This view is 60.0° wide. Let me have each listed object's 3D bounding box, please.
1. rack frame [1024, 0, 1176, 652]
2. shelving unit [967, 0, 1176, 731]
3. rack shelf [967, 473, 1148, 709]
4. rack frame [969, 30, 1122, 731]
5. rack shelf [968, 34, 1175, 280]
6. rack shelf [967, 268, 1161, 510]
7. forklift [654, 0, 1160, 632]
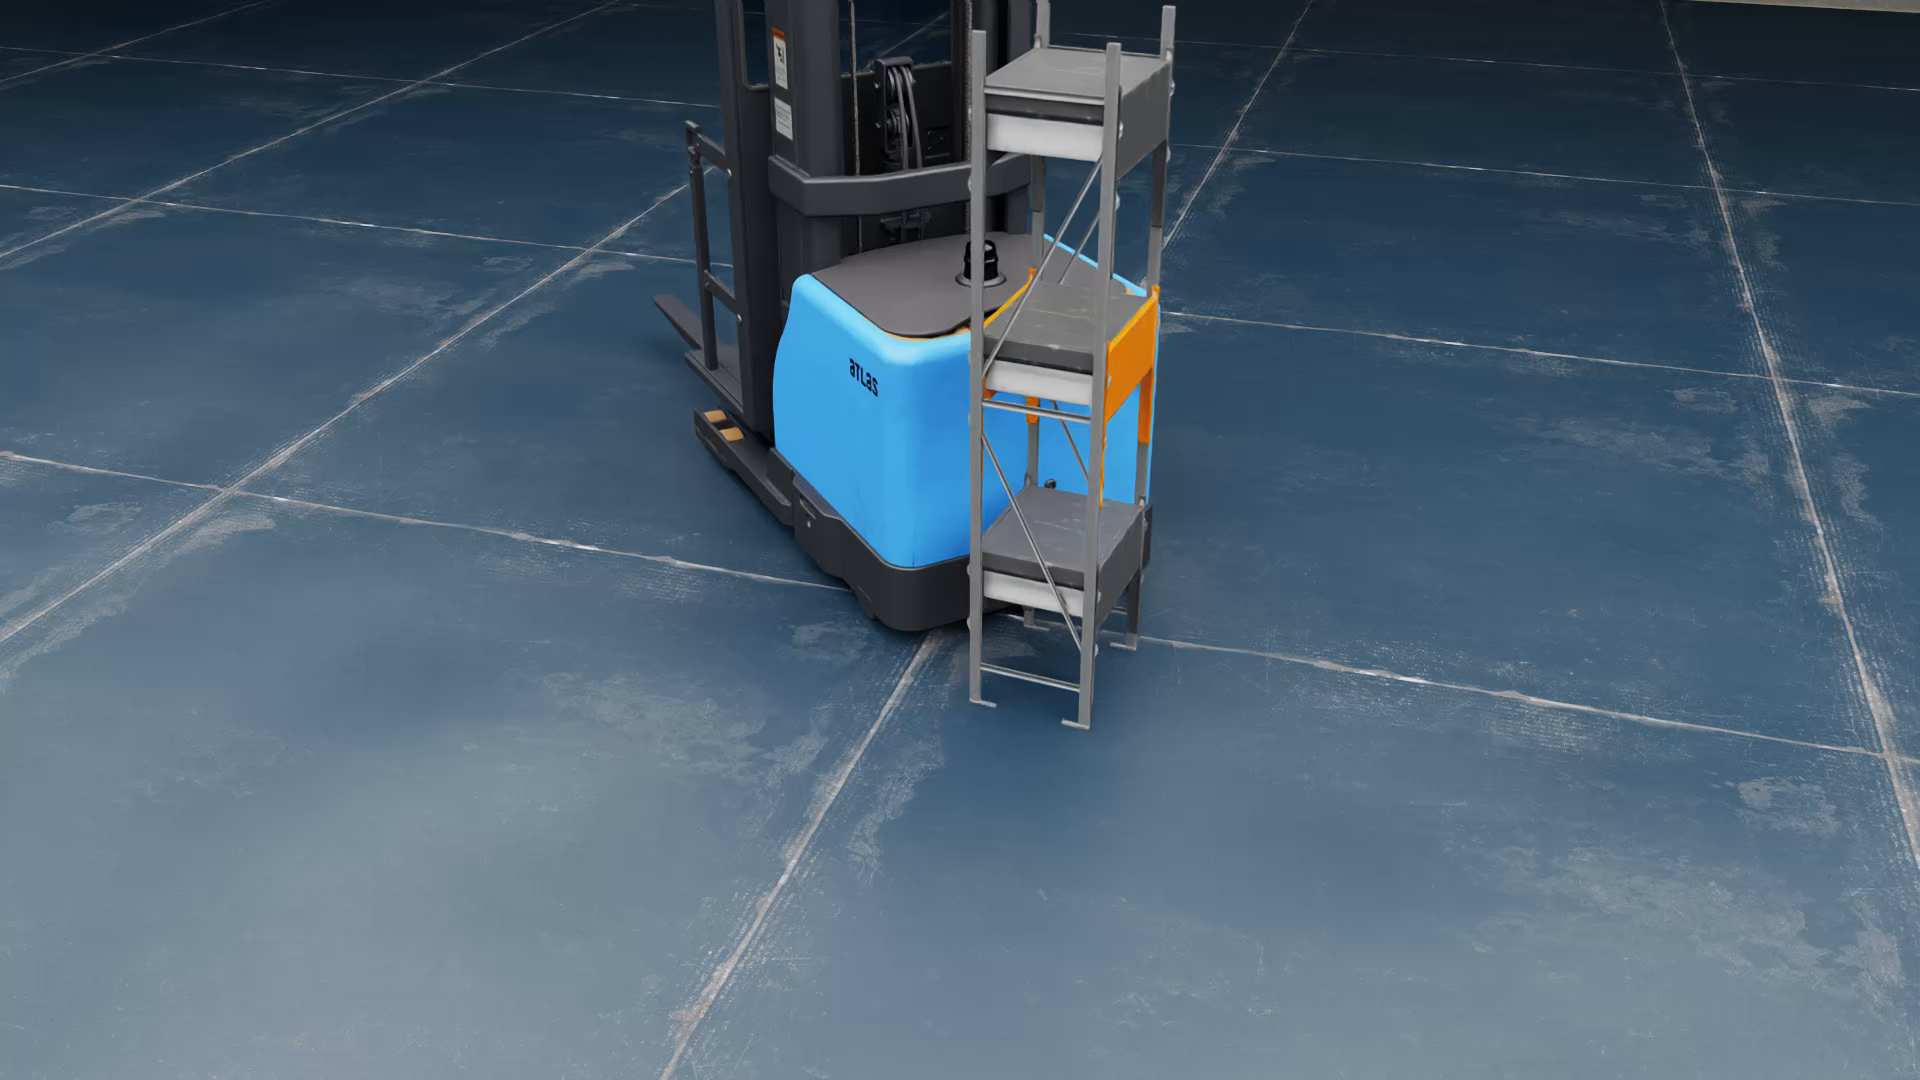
[{"bbox_3d":[0.405,-0.581,5.135,0.400,2.100,0.015,11,31,20],"label":"rack frame"},{"bbox_3d":[0.312,-0.472,4.938,0.431,2.100,0.503,11,31,20],"label":"shelving unit"},{"bbox_3d":[0.312,0.152,5.285,0.431,0.518,0.480,11,31,20],"label":"rack shelf"},{"bbox_3d":[0.218,-0.362,4.741,0.400,2.100,0.015,11,31,20],"label":"rack frame"},{"bbox_3d":[0.312,-1.072,4.604,0.431,0.518,0.480,11,31,20],"label":"rack shelf"},{"bbox_3d":[0.312,-0.460,4.945,0.431,0.518,0.480,11,31,20],"label":"rack shelf"},{"bbox_3d":[-0.449,-1.663,6.225,1.130,2.935,3.031,-14,32,-24],"label":"forklift"}]
